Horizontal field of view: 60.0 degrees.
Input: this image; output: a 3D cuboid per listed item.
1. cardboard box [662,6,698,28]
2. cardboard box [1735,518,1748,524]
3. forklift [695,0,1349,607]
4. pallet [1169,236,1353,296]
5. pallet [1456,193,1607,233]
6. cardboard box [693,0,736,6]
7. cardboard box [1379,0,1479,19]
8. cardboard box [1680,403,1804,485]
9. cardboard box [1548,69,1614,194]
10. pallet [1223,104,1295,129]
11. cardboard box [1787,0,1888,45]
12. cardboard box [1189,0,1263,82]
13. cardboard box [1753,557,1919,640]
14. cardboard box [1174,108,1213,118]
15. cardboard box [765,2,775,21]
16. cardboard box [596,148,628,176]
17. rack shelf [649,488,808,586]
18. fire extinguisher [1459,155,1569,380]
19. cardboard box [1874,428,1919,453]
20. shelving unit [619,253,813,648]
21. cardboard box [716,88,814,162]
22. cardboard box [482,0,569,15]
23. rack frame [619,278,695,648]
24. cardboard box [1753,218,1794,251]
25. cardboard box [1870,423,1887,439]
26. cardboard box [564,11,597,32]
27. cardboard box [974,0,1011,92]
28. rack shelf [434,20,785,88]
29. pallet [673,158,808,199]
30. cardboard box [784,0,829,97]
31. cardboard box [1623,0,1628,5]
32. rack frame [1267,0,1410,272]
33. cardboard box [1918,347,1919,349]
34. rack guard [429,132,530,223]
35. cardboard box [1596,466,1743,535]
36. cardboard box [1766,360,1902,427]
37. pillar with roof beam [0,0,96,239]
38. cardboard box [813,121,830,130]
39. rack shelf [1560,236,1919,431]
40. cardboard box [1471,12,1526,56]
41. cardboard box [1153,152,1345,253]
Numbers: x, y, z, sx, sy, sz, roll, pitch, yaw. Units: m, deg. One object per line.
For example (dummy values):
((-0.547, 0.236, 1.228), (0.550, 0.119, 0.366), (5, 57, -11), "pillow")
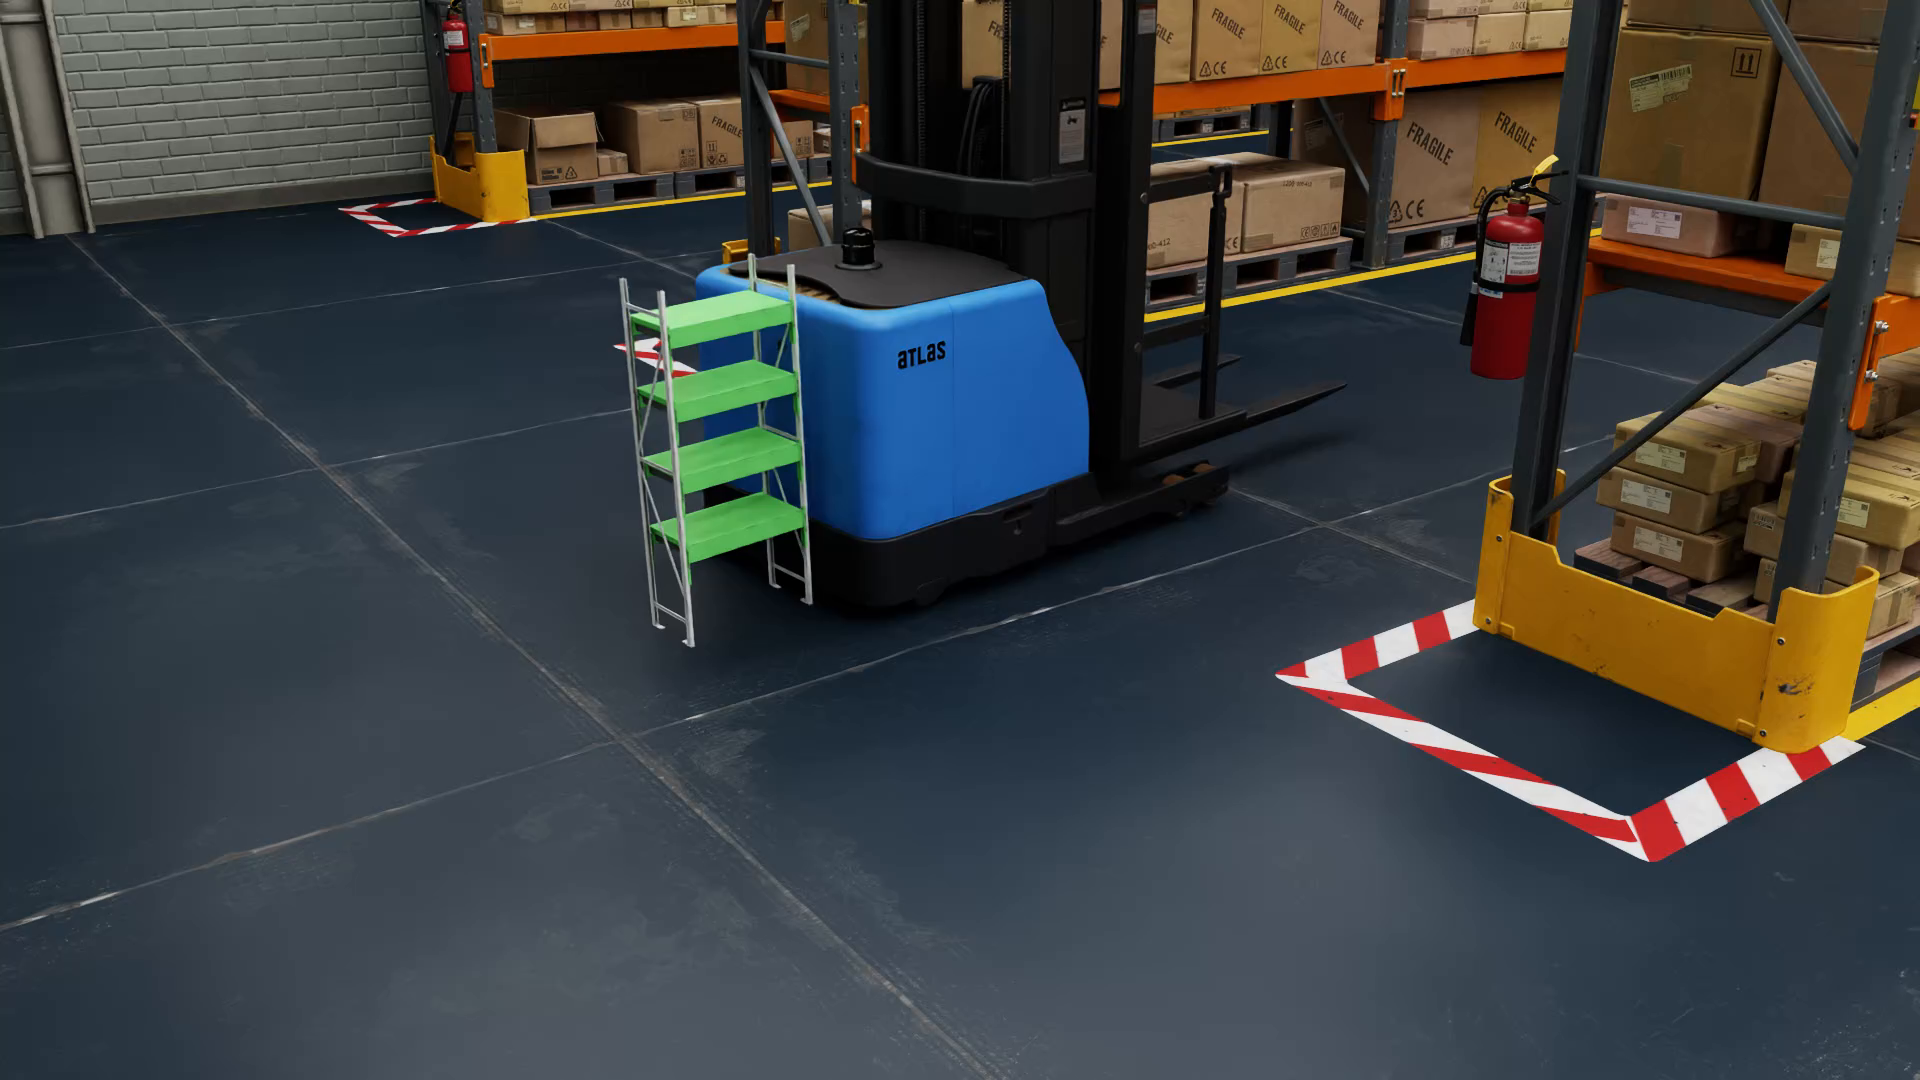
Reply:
((-2.229, -4.052, 12.844), (0.250, 0.149, 0.380), (-16, 27, -34), "cardboard box")
((2.599, -0.091, 5.856), (0.250, 0.149, 0.380), (-14, 26, -31), "cardboard box")
((0.453, -1.577, 6.395), (3.031, 2.935, 1.130), (-19, 29, -40), "forklift")
((1.755, -1.854, 10.757), (1.213, 0.211, 1.003), (-15, 26, -33), "pallet")
((3.992, -2.450, 12.252), (1.213, 0.211, 1.003), (-15, 26, -33), "pallet")
((-1.984, -4.339, 13.025), (0.500, 0.250, 0.500), (-16, 27, -34), "cardboard box")
((2.940, -3.463, 10.555), (0.500, 0.250, 0.500), (-16, 27, -34), "cardboard box")
((2.663, -0.332, 5.658), (0.250, 0.149, 0.380), (-14, 26, -32), "cardboard box")
((4.330, -3.048, 12.287), (0.875, 0.875, 0.875), (-15, 26, -32), "cardboard box")
((3.454, -4.520, 17.438), (1.213, 0.211, 1.003), (-15, 26, -33), "pallet")
((2.664, -1.623, 4.531), (0.500, 0.500, 0.500), (-15, 26, -33), "cardboard box")
((1.377, -2.933, 9.564), (0.500, 0.500, 0.500), (-15, 26, -34), "cardboard box")
((2.756, 0.155, 5.240), (0.250, 0.149, 0.380), (-14, 26, -32), "cardboard box")
((2.133, -4.421, 16.234), (0.500, 0.500, 0.500), (-15, 26, -34), "cardboard box")
((-1.685, -4.260, 13.363), (0.250, 0.149, 0.380), (-14, 26, -32), "cardboard box")
((-2.811, -2.972, 13.076), (0.250, 0.149, 0.380), (-16, 27, -35), "cardboard box")
((-0.786, -0.017, 5.625), (0.480, 0.148, 0.258), (-20, 29, -38), "rack shelf")
((1.670, -0.832, 5.042), (0.183, 0.674, 0.296), (-15, 26, -33), "fire extinguisher")
((3.201, -0.227, 5.396), (0.250, 0.149, 0.380), (-15, 26, -33), "cardboard box")
((-0.791, -0.297, 5.508), (0.503, 1.200, 0.258), (-20, 29, -38), "shelving unit")
((-1.620, -3.453, 13.808), (0.500, 0.500, 0.700), (-16, 27, -35), "cardboard box")
((-3.205, -4.002, 12.180), (0.500, 0.250, 0.500), (-15, 26, -33), "cardboard box")
((-0.973, -0.233, 5.359), (0.015, 1.200, 0.240), (-20, 29, -38), "rack frame")
((2.468, -1.038, 5.290), (0.250, 0.149, 0.380), (-15, 26, -33), "cardboard box")
((3.240, -0.395, 6.218), (0.250, 0.149, 0.380), (-14, 26, -32), "cardboard box")
((-2.931, -3.925, 12.524), (0.250, 0.149, 0.380), (-15, 26, -34), "cardboard box")
((0.123, -2.606, 8.745), (0.500, 0.500, 0.500), (-15, 26, -34), "cardboard box")
((-2.107, -4.015, 13.383), (4.000, 0.370, 1.077), (-15, 26, -33), "rack shelf")
((-2.033, -3.073, 13.814), (1.213, 0.211, 1.003), (-15, 26, -33), "pallet")
((-0.592, -2.655, 8.867), (0.500, 0.500, 0.500), (-15, 26, -33), "cardboard box")
((4.603, -3.908, 11.670), (0.500, 0.250, 0.500), (-16, 27, -34), "cardboard box")
((2.418, -3.290, 10.594), (0.127, 3.000, 1.000), (-15, 26, -33), "rack frame")
((3.930, -0.669, 6.502), (0.250, 0.149, 0.380), (-16, 27, -35), "cardboard box")
((-3.669, -2.772, 12.669), (0.348, 0.500, 1.175), (-15, 26, -33), "rack guard")
((2.406, -0.166, 5.644), (0.250, 0.149, 0.380), (-16, 27, -34), "cardboard box")
((3.232, -0.538, 6.175), (0.250, 0.149, 0.380), (-14, 26, -31), "cardboard box")
((-3.931, -5.095, 7.024), (0.400, 9.000, 9.100), (-15, 26, -33), "pillar with roof beam")
((-1.158, -3.657, 14.574), (0.500, 0.311, 0.500), (-14, 26, -31), "cardboard box")
((3.768, -1.056, 5.965), (4.000, 0.370, 1.077), (-15, 26, -33), "rack shelf")
((3.349, -3.349, 10.943), (0.500, 0.250, 0.500), (-16, 27, -34), "cardboard box")
((1.846, -2.191, 10.731), (0.875, 0.438, 0.875), (-15, 26, -34), "cardboard box")
